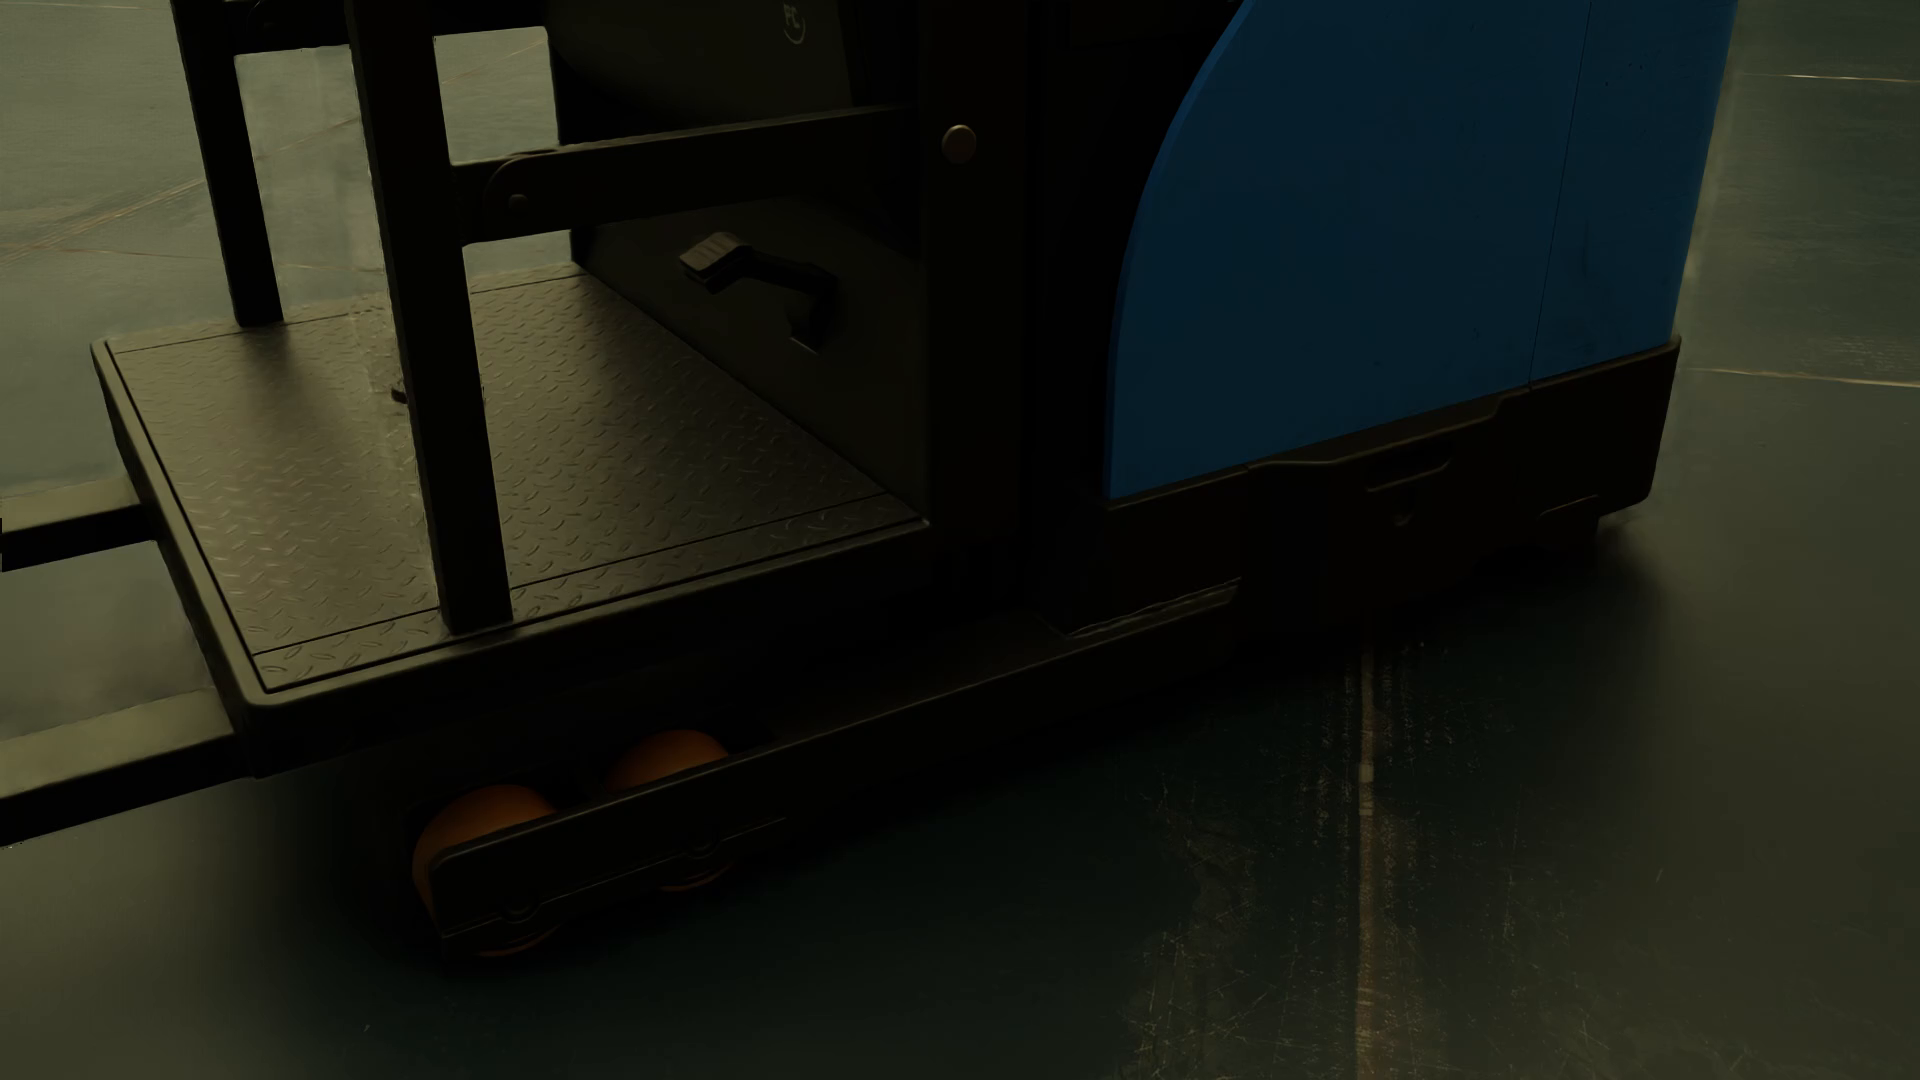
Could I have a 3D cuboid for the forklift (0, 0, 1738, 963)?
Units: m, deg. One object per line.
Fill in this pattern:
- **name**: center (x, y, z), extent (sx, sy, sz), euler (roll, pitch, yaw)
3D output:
- **forklift**: center (-0.484, -1.163, 1.552), extent (3.031, 2.935, 1.130), euler (-16, 31, -28)
